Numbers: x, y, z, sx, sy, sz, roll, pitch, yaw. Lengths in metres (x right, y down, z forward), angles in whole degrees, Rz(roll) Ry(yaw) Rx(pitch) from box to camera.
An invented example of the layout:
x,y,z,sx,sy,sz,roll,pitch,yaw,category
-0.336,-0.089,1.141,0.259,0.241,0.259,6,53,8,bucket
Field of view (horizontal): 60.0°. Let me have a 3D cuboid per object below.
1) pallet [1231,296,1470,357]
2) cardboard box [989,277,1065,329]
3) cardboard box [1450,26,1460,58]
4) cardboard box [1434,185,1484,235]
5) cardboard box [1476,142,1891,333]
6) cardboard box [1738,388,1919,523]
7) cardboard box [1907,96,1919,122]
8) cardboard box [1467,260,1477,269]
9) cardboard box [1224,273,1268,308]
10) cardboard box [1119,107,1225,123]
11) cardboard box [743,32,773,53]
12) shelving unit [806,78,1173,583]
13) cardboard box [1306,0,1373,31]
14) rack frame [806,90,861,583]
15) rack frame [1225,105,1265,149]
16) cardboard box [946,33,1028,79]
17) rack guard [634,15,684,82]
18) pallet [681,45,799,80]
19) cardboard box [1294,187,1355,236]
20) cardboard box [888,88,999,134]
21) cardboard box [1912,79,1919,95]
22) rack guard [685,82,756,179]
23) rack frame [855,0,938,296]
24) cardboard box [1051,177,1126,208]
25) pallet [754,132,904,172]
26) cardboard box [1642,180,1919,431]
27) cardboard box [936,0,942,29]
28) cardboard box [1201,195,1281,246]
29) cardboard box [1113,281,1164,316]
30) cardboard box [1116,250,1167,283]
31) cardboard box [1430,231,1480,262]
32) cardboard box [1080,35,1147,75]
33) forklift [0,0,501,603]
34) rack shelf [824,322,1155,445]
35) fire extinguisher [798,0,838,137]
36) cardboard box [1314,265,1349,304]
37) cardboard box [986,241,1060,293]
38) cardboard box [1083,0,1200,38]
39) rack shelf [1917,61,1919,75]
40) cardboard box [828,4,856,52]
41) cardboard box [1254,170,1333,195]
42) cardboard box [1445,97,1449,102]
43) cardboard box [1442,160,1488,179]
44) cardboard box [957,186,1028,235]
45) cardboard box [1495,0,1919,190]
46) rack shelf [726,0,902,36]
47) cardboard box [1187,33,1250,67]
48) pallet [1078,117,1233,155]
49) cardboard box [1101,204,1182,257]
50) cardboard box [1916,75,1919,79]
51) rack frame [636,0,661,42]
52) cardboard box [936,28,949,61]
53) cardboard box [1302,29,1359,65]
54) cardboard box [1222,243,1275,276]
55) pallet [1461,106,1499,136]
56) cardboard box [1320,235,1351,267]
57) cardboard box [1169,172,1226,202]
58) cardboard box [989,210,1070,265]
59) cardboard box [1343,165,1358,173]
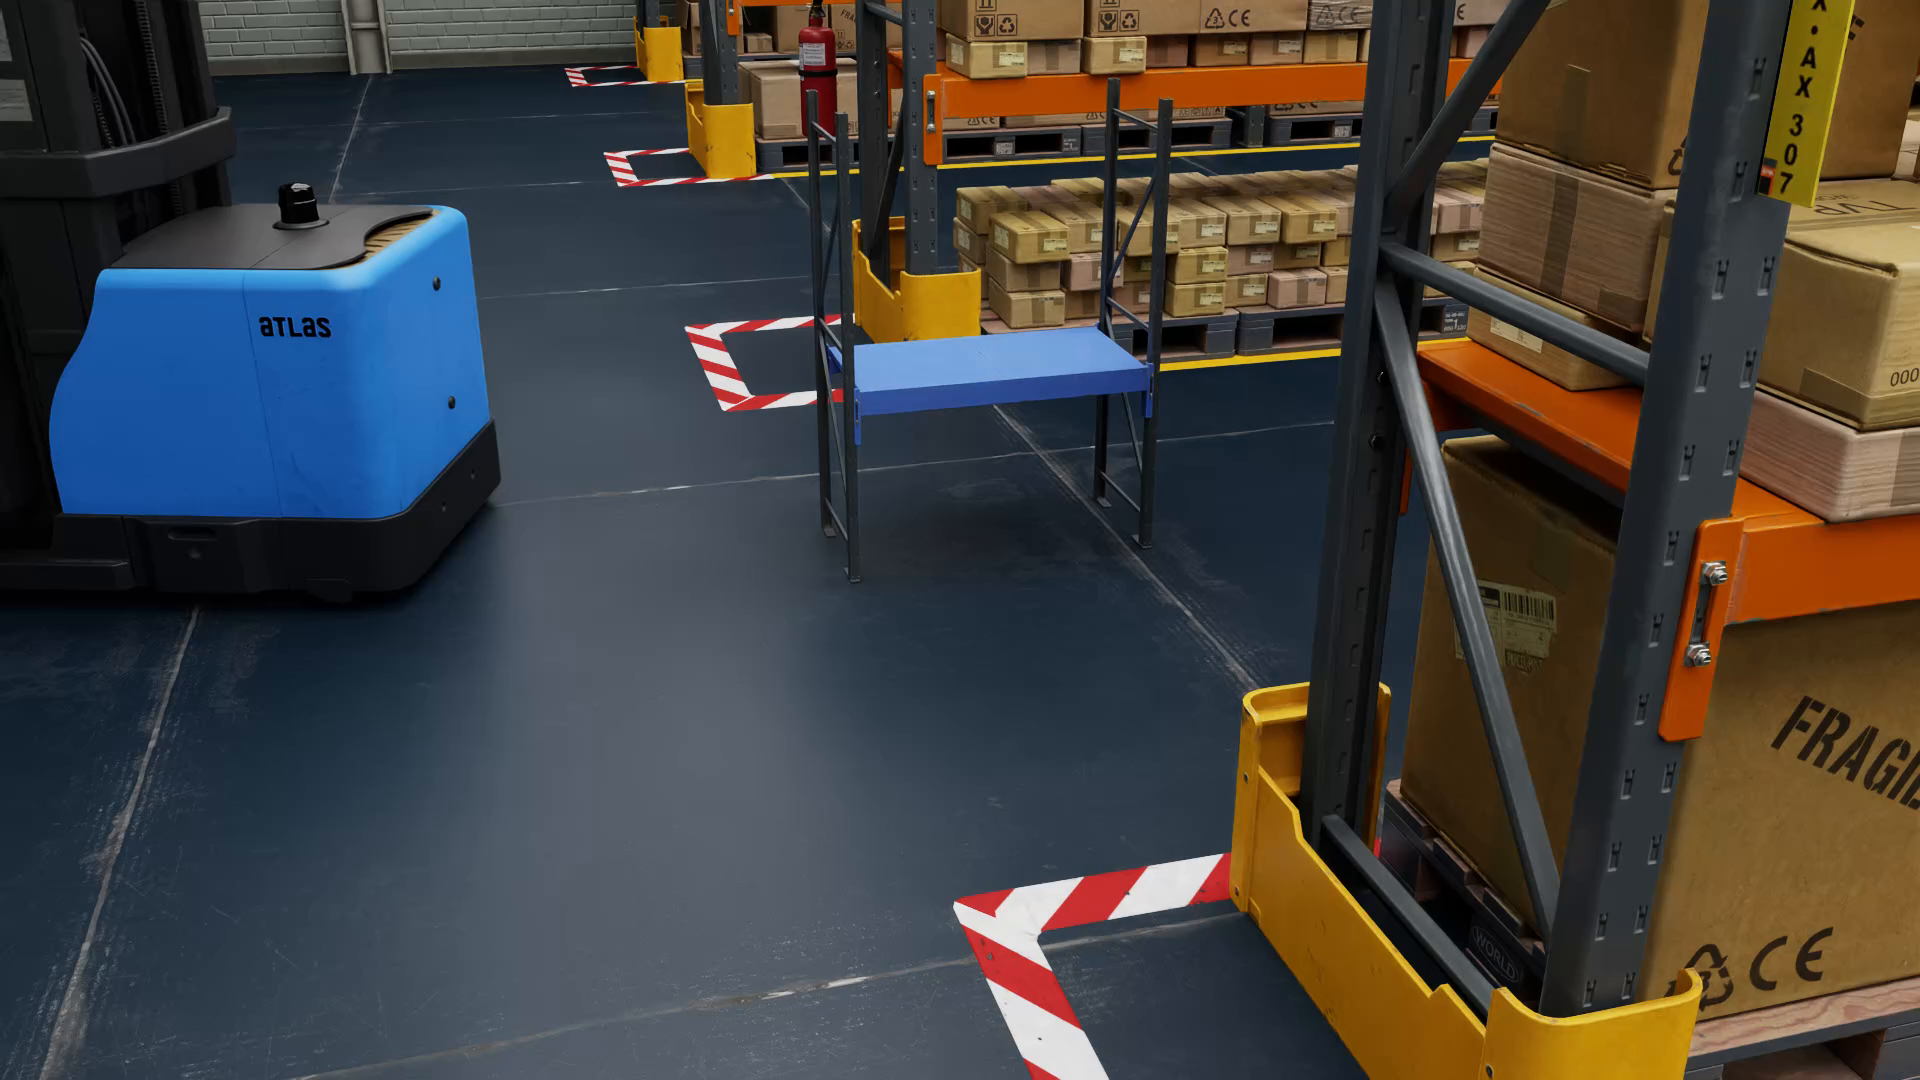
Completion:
x,y,z,sx,sy,sz,roll,pitch,yaw,category
1.748,-1.200,8.279,1.213,0.211,1.003,-6,24,-14,pallet
0.301,-1.089,7.567,0.250,0.149,0.380,-6,24,-13,cardboard box
2.090,-2.323,7.679,0.250,0.149,0.380,-7,24,-15,cardboard box
2.309,-1.584,7.966,0.250,0.149,0.380,-8,24,-17,cardboard box
1.348,-0.598,3.153,0.500,0.250,0.500,-7,24,-15,cardboard box
1.384,-0.175,2.673,0.250,0.149,0.380,-6,24,-14,cardboard box
4.856,-2.123,8.580,0.500,0.250,0.500,-6,24,-13,cardboard box
2.480,-1.379,8.243,0.250,0.149,0.380,-7,24,-16,cardboard box
1.264,-1.226,7.886,0.250,0.149,0.380,-6,24,-14,cardboard box
1.494,-3.556,12.950,0.875,0.438,0.875,-7,24,-15,cardboard box
-2.035,-4.967,16.605,0.250,0.149,0.380,-7,24,-16,cardboard box
0.082,-0.698,5.475,1.048,1.500,0.538,-6,24,-14,shelving unit
1.690,-2.568,7.427,0.500,0.500,0.500,-7,24,-16,cardboard box
-0.407,-0.644,5.349,0.032,1.500,0.500,-6,24,-14,rack frame
2.127,-4.566,12.588,0.127,3.000,1.000,-6,24,-14,rack frame
0.111,-2.066,7.080,0.250,0.149,0.380,-7,24,-15,cardboard box
-2.995,-4.884,16.498,0.348,0.500,1.175,-6,24,-14,rack guard
-2.228,-4.836,16.754,1.213,0.211,1.003,-6,24,-14,pallet
1.784,-1.566,7.923,0.250,0.149,0.380,-6,24,-14,cardboard box
-0.237,-3.365,12.505,0.875,0.438,0.875,-6,24,-13,cardboard box
5.214,-2.373,9.164,0.500,0.250,0.500,-7,24,-17,cardboard box
-1.747,-2.989,12.082,0.348,0.500,1.175,-6,24,-14,rack guard
-0.290,-2.272,7.241,0.127,3.000,1.000,-6,24,-14,rack frame
0.624,-1.661,8.147,0.250,0.149,0.380,-7,24,-16,cardboard box
-0.976,-2.974,12.413,1.213,0.211,1.003,-6,24,-14,pallet
1.488,-0.394,2.678,0.500,0.250,0.500,-7,24,-16,cardboard box
0.073,-2.600,7.501,0.500,0.500,0.500,-6,24,-13,cardboard box
1.303,-1.492,7.751,0.250,0.149,0.380,-5,24,-12,cardboard box
0.768,-1.177,7.772,0.250,0.149,0.380,-6,24,-14,cardboard box
0.775,-1.317,7.721,0.250,0.149,0.380,-6,24,-14,cardboard box
2.326,-1.470,8.078,0.250,0.149,0.380,-6,24,-13,cardboard box
0.618,-2.118,7.200,0.250,0.149,0.380,-7,24,-16,cardboard box
-3.206,-1.351,5.183,3.031,2.935,1.130,1,23,2,forklift
0.082,-0.533,5.546,1.000,0.185,0.538,-6,24,-14,rack shelf
-0.657,-2.213,7.675,0.183,0.674,0.296,-6,24,-14,fire extinguisher
1.787,-1.259,7.963,0.250,0.149,0.380,-6,24,-14,cardboard box
0.284,-1.250,7.564,0.250,0.149,0.380,-5,24,-12,cardboard box
0.726,-2.464,7.185,0.500,0.500,0.500,-6,24,-14,cardboard box
5.487,-2.580,8.872,4.000,0.370,1.077,-6,24,-14,rack shelf
-1.085,-5.193,16.685,0.500,0.500,0.500,-6,24,-13,cardboard box
1.662,-1.739,8.328,0.250,0.149,0.380,-6,24,-14,cardboard box
3.570,-3.979,13.380,0.875,0.875,0.875,-6,24,-13,cardboard box
2.662,-1.844,8.571,0.250,0.149,0.380,-7,24,-15,cardboard box
0.151,-1.581,7.958,0.250,0.149,0.380,-6,24,-14,cardboard box
1.351,-0.942,3.003,0.500,0.500,0.500,-6,24,-14,cardboard box
0.201,-4.023,12.234,4.000,0.370,1.077,-6,24,-14,rack shelf
1.098,-2.217,7.431,0.250,0.149,0.380,-7,24,-15,cardboard box
1.374,-3.234,13.019,1.213,0.211,1.003,-6,24,-14,pallet
0.817,-1.408,7.556,0.250,0.149,0.380,-6,24,-15,cardboard box
7.965,-4.195,14.522,0.625,0.372,0.950,-6,24,-13,cardboard box
-3.069,-6.024,15.986,0.127,3.000,1.000,-6,24,-14,rack frame
-0.052,-2.298,7.621,0.250,0.149,0.380,-6,24,-14,cardboard box
1.599,-2.252,7.513,0.250,0.149,0.380,-5,24,-12,cardboard box
1.281,-1.368,7.839,0.250,0.149,0.380,-7,24,-17,cardboard box
4.026,-3.527,13.703,1.213,0.211,1.003,-6,24,-14,pallet
1.794,-1.437,8.001,0.250,0.149,0.380,-5,24,-12,cardboard box
1.134,-1.715,8.271,0.250,0.149,0.380,-5,24,-12,cardboard box
0.306,-1.355,7.432,0.250,0.149,0.380,-7,24,-17,cardboard box
2.150,-1.811,8.495,0.250,0.149,0.380,-6,24,-13,cardboard box
